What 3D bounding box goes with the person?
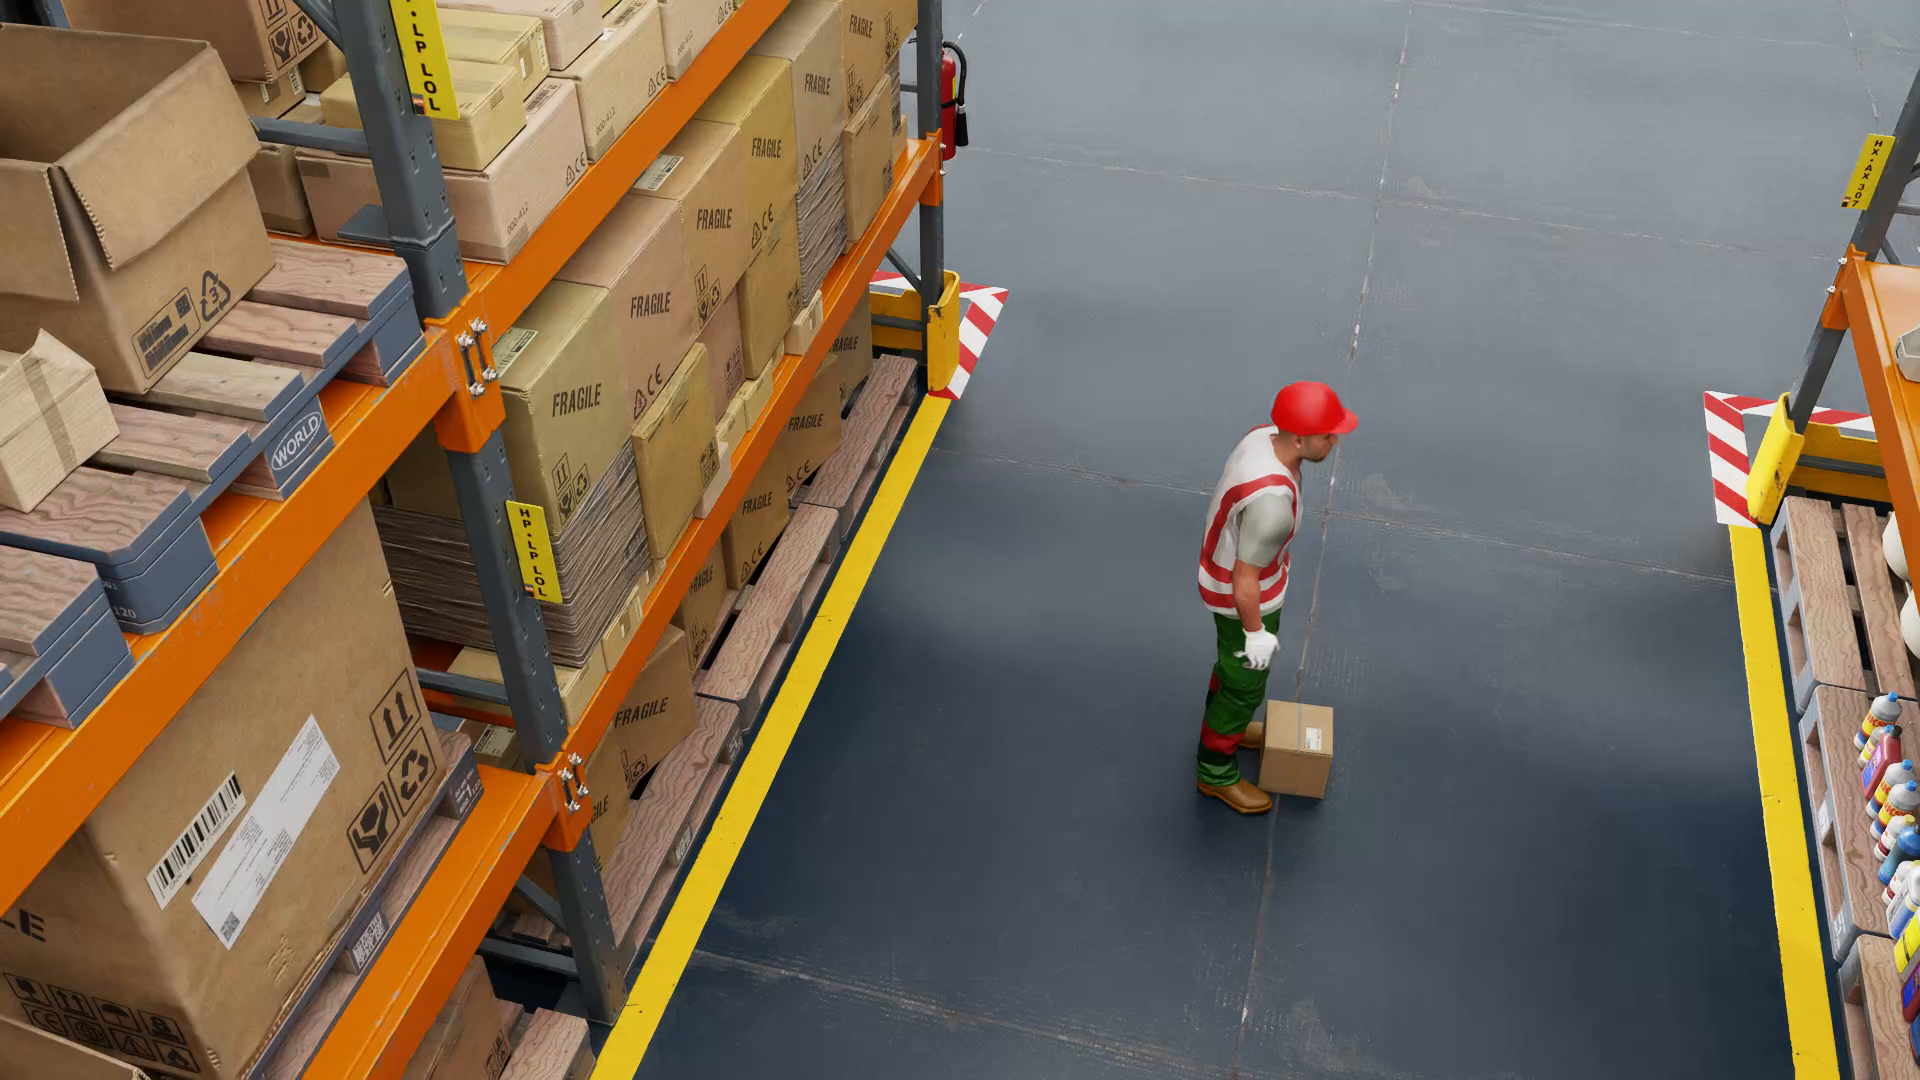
[{"bbox_3d":[1.072,0.181,5.935,0.454,1.779,0.620,9,41,10],"label":"person"}]
